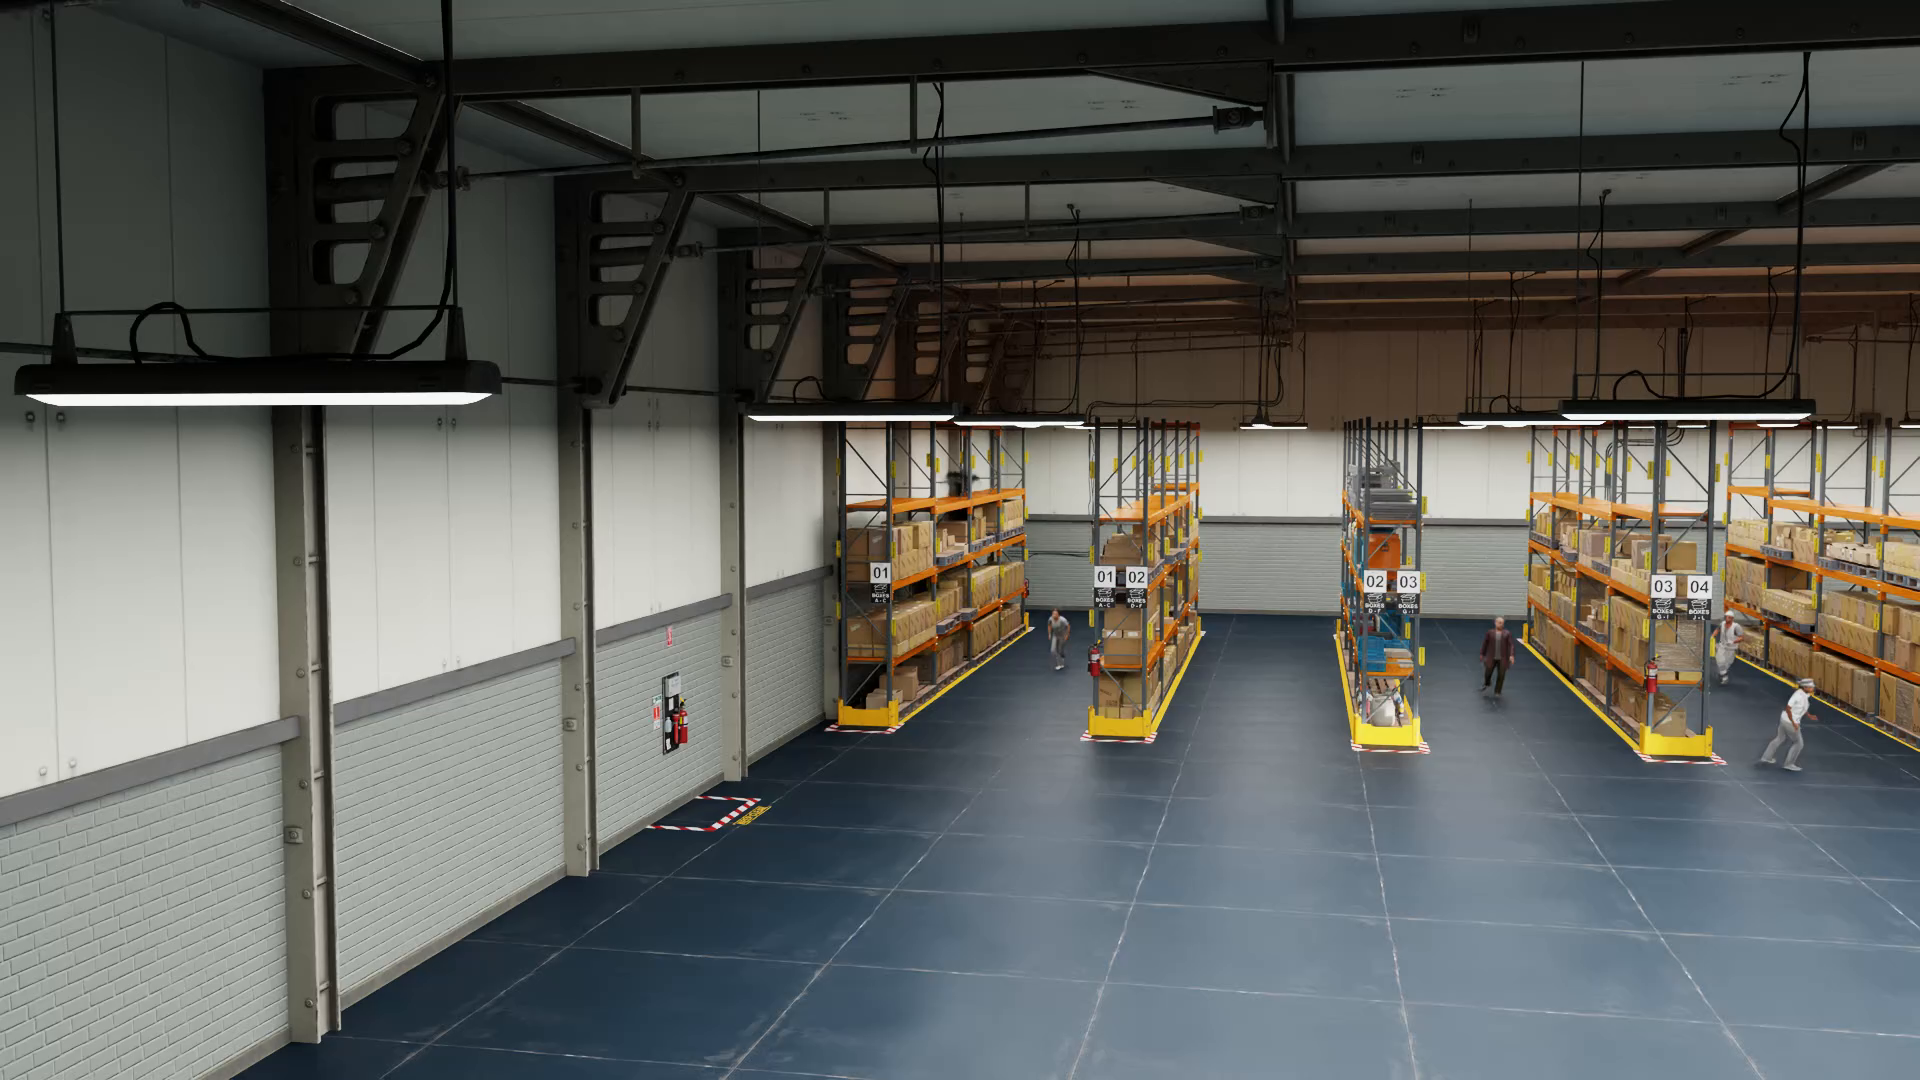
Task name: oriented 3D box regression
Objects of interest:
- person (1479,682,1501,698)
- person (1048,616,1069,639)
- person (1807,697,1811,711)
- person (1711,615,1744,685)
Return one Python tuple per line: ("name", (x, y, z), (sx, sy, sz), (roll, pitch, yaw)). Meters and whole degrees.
("person", (11.453, 3.206, 35.945), (0.463, 0.361, 0.633), (1, 4, 19))
("person", (2.385, 2.104, 40.118), (0.539, 0.555, 0.426), (1, 4, 21))
("person", (14.265, 2.849, 28.243), (0.325, 0.428, 0.216), (2, 4, 29))
("person", (17.436, 2.470, 37.835), (0.781, 1.656, 0.620), (3, 5, 37))
